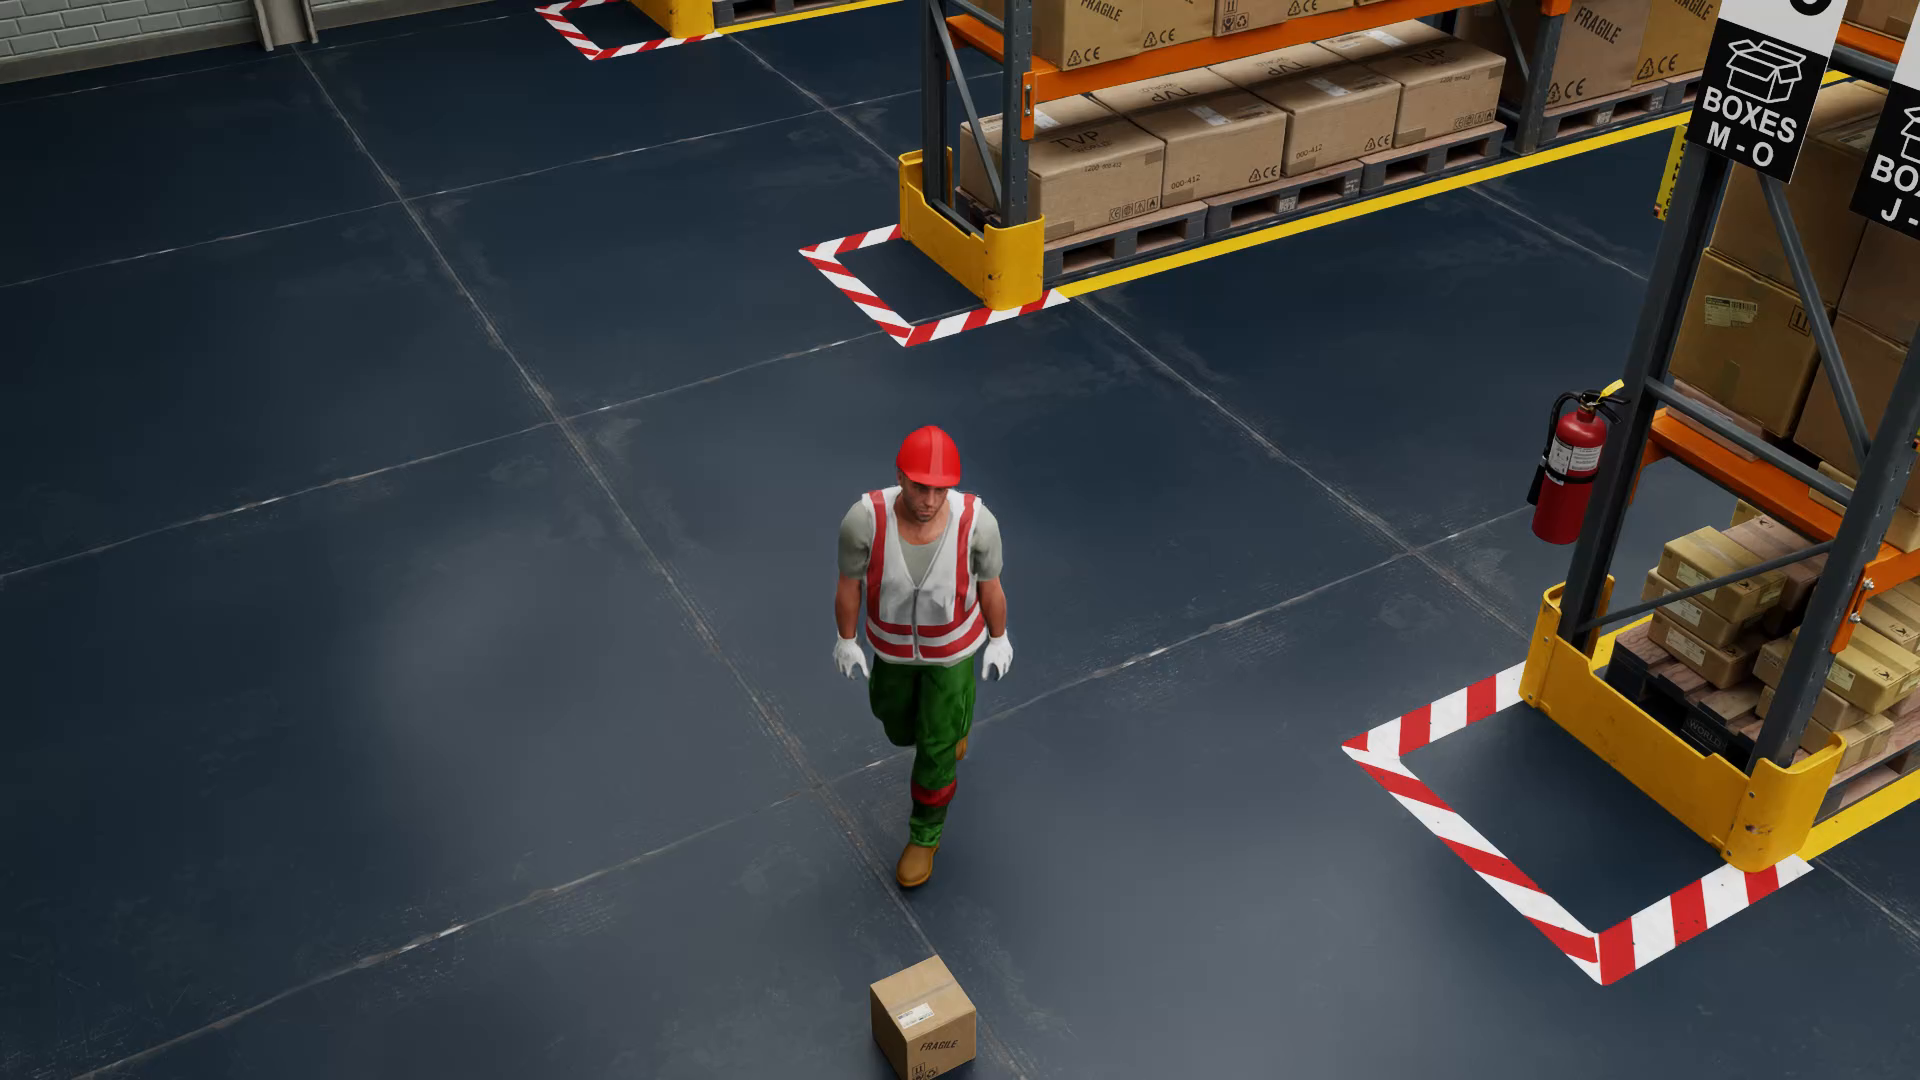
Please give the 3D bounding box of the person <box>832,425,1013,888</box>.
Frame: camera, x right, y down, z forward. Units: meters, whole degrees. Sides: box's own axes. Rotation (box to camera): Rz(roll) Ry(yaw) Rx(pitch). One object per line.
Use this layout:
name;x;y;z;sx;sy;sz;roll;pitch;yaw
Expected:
person;-0.119;0.313;5.710;0.605;1.769;0.838;6;37;8
